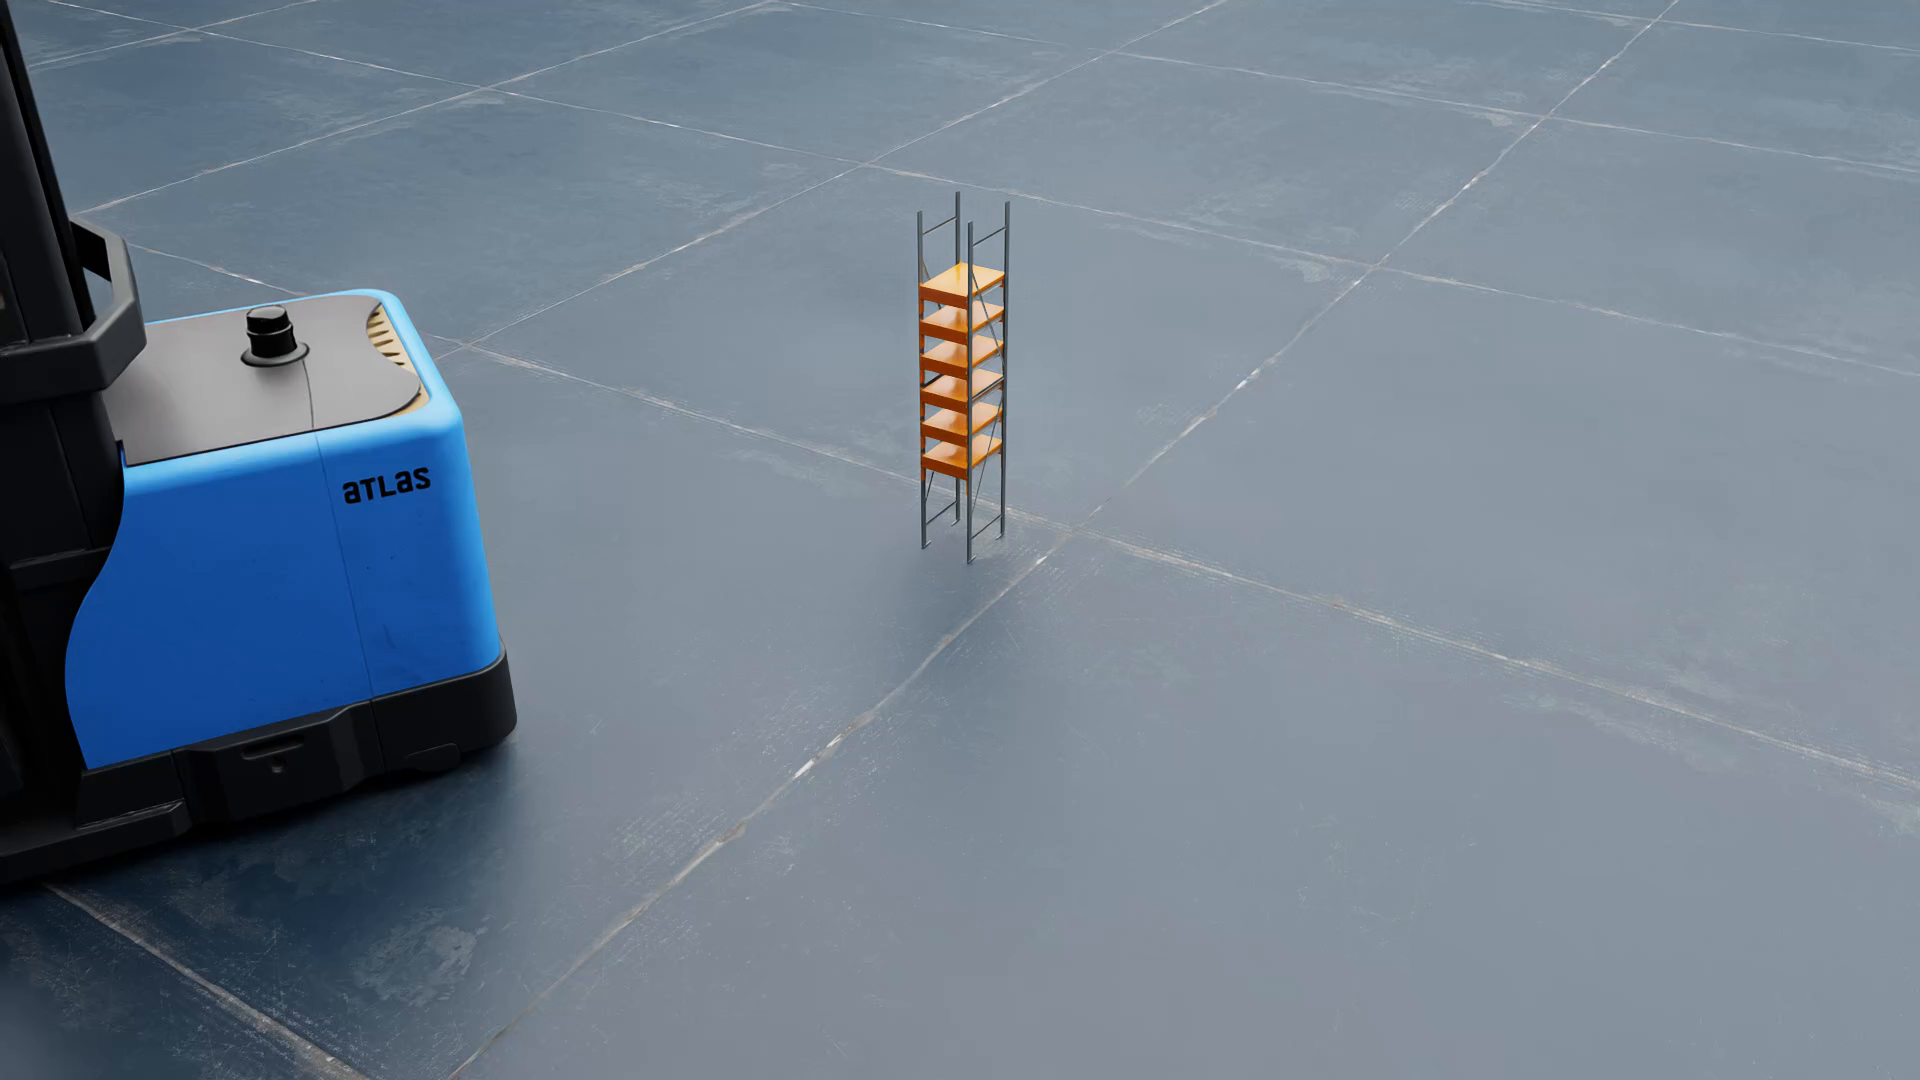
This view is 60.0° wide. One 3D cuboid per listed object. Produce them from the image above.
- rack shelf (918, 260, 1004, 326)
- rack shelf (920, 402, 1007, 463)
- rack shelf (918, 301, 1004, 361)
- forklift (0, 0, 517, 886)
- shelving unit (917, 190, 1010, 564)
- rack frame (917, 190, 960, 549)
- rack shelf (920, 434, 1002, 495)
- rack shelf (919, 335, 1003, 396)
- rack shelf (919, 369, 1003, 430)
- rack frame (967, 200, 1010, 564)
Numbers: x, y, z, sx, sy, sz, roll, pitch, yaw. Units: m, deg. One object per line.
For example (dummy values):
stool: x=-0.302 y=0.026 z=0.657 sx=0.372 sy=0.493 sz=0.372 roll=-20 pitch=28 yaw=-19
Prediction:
rack shelf: x=0.012 y=-0.787 z=5.282 sx=0.180 sy=0.103 sz=0.258 roll=18 pitch=35 yaw=27
rack shelf: x=0.012 y=-0.372 z=5.524 sx=0.180 sy=0.103 sz=0.258 roll=18 pitch=35 yaw=27
rack shelf: x=0.012 y=-0.683 z=5.342 sx=0.180 sy=0.103 sz=0.258 roll=18 pitch=35 yaw=27
forklift: x=-2.809 y=-0.551 z=3.786 sx=3.031 sy=2.935 sz=1.130 roll=-14 pitch=33 yaw=-23
shelving unit: x=0.012 y=-0.514 z=5.441 sx=0.189 sy=1.200 sz=0.258 roll=18 pitch=35 yaw=27
rack frame: x=-0.065 y=-0.539 z=5.483 sx=0.006 sy=1.200 sz=0.240 roll=18 pitch=35 yaw=27
rack shelf: x=0.012 y=-0.269 z=5.584 sx=0.180 sy=0.103 sz=0.258 roll=18 pitch=35 yaw=27
rack shelf: x=0.012 y=-0.580 z=5.403 sx=0.180 sy=0.103 sz=0.258 roll=18 pitch=35 yaw=27
rack shelf: x=0.012 y=-0.476 z=5.463 sx=0.180 sy=0.103 sz=0.258 roll=18 pitch=35 yaw=27
rack frame: x=0.090 y=-0.490 z=5.399 sx=0.006 sy=1.200 sz=0.240 roll=18 pitch=35 yaw=27
